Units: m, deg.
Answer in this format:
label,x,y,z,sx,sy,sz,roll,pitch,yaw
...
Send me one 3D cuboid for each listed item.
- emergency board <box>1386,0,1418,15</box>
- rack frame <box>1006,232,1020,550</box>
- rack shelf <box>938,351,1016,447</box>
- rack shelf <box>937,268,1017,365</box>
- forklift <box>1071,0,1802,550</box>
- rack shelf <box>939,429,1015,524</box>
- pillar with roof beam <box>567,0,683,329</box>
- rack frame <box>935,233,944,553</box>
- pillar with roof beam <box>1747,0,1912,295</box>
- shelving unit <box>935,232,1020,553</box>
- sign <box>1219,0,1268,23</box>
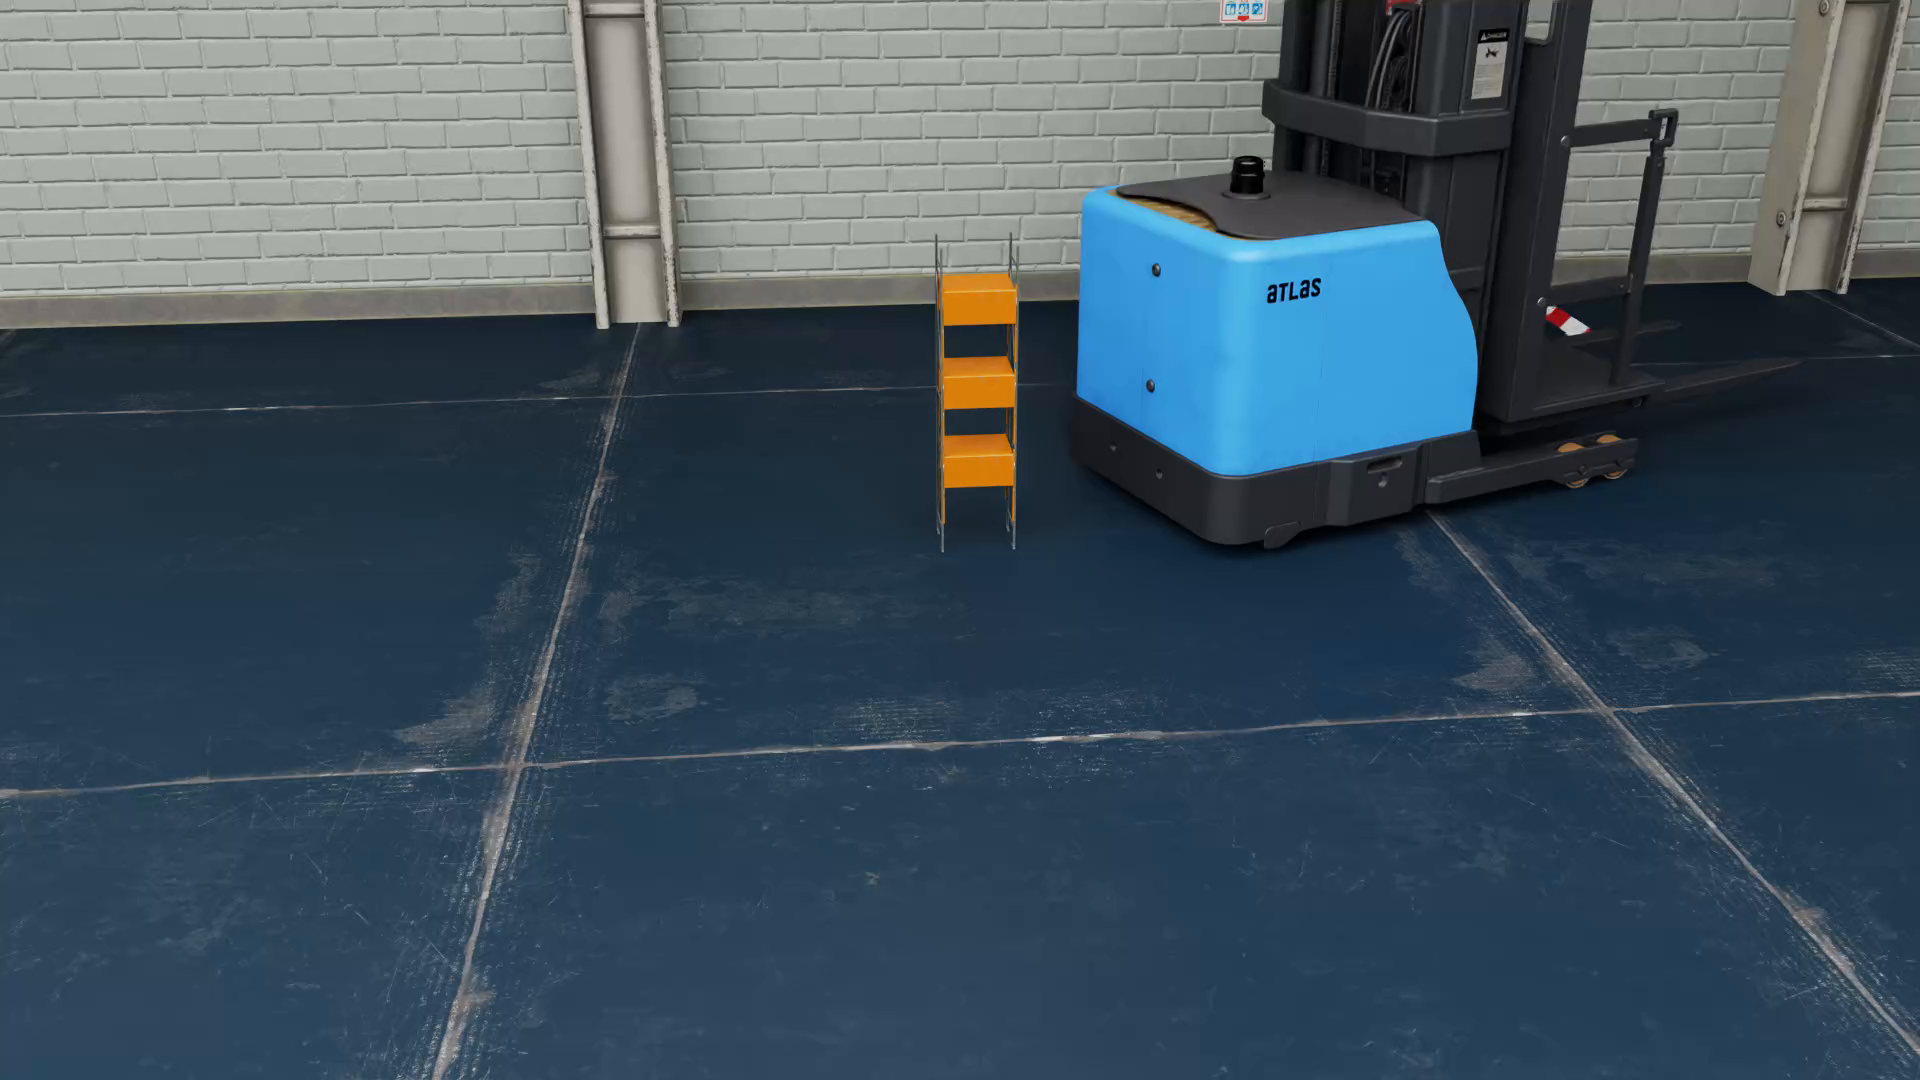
label,x,y,z,sx,sy,sz,roll,pitch,yaw
emergency board,1.932,-2.621,7.954,0.643,1.169,0.194,-2,24,-5
rack frame,0.175,-0.487,5.553,0.008,1.050,0.200,-2,24,-5
rack shelf,0.053,-0.472,5.546,0.240,0.259,0.215,-2,24,-5
rack shelf,0.053,-0.732,5.431,0.240,0.259,0.215,-2,24,-5
forklift,1.972,-1.710,5.989,3.031,2.935,1.130,-12,27,-24
rack shelf,0.053,-0.218,5.659,0.240,0.259,0.215,-2,24,-5
pillar with roof beam,-1.153,-3.466,2.469,0.400,9.000,9.100,-2,24,-5
rack frame,-0.068,-0.477,5.531,0.008,1.050,0.200,-2,24,-5
pillar with roof beam,4.818,-3.706,3.008,0.400,9.000,9.100,-2,24,-5
shelving unit,0.053,-0.482,5.542,0.252,1.050,0.215,-2,24,-5
sign,1.371,-2.657,7.991,0.234,0.329,0.001,-2,24,-5
